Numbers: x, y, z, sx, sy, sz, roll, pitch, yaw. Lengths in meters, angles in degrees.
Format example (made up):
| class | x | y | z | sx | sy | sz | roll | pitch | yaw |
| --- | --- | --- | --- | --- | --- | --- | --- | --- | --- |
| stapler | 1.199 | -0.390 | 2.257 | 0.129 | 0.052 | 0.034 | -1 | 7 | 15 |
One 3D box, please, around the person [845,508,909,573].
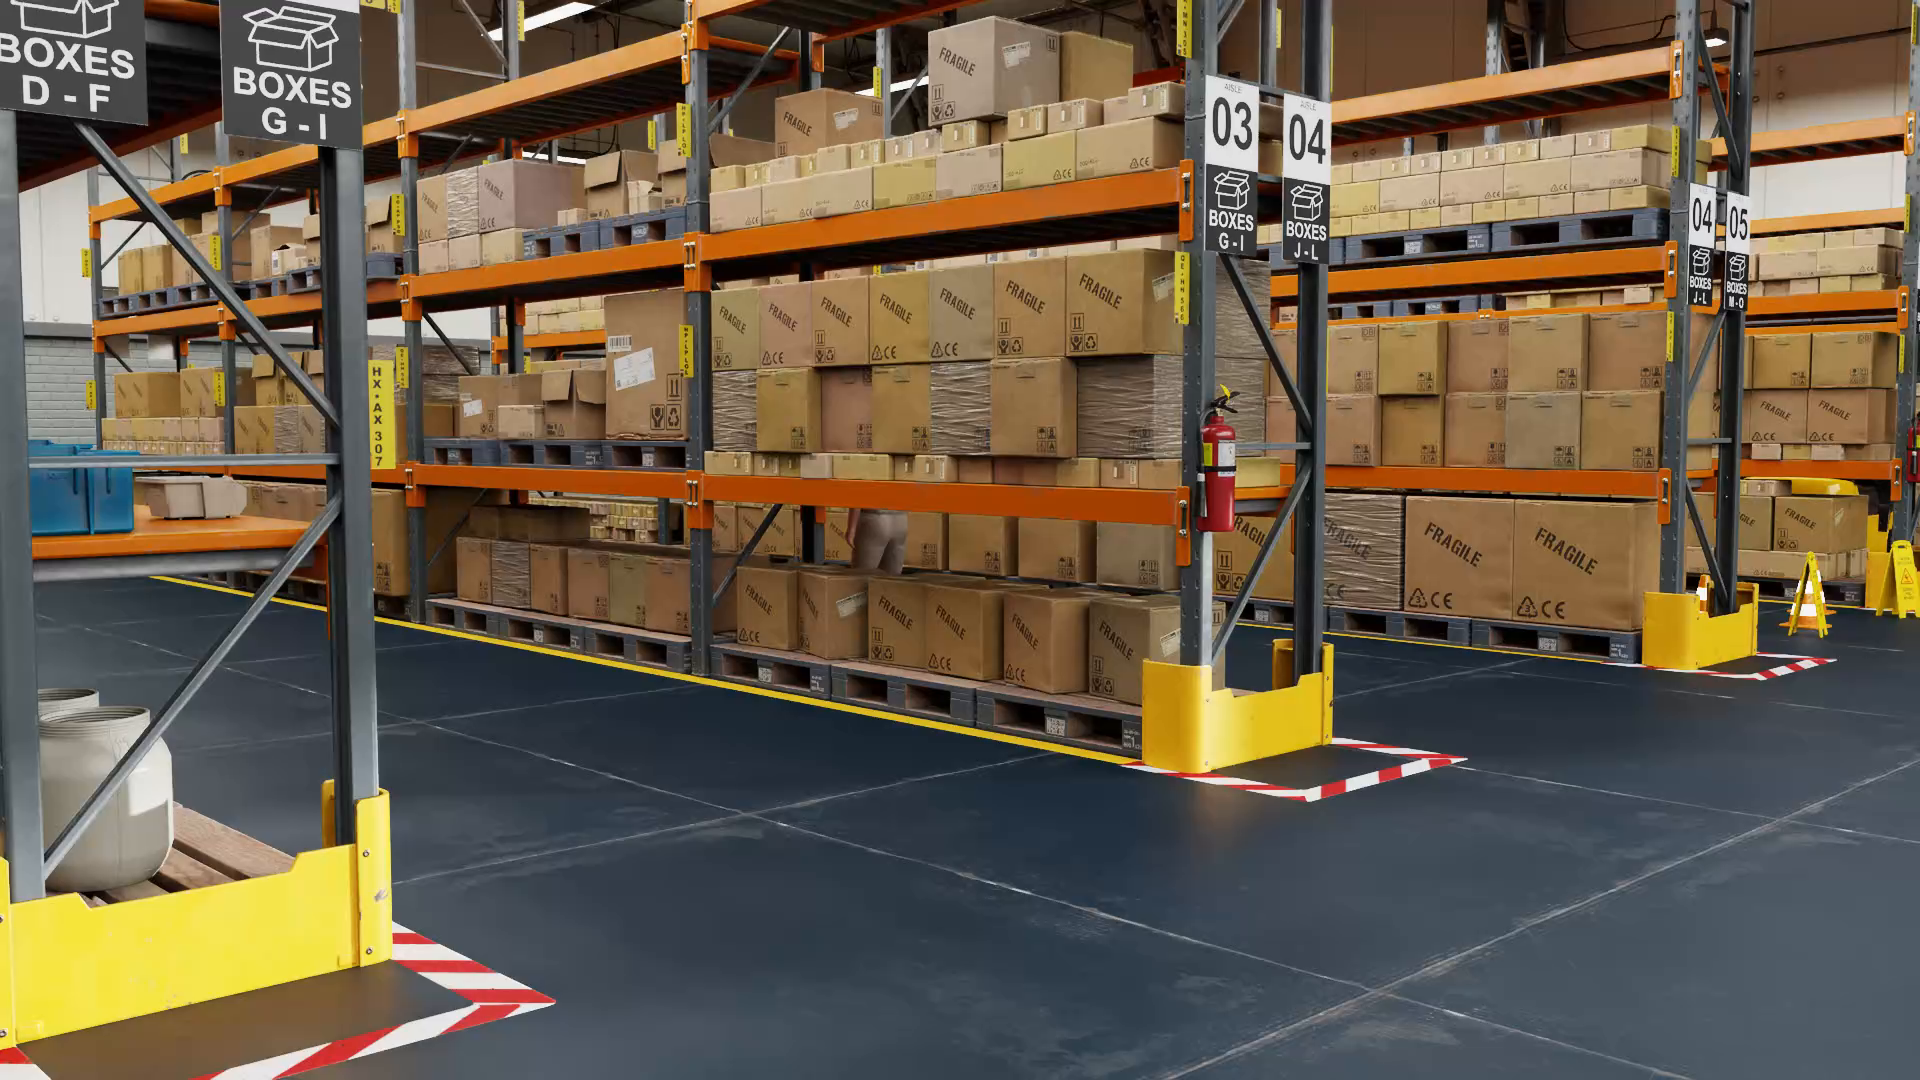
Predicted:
| class | x | y | z | sx | sy | sz | roll | pitch | yaw |
| --- | --- | --- | --- | --- | --- | --- | --- | --- | --- |
| person | -0.612 | -0.097 | 12.303 | 0.400 | 1.726 | 0.586 | 4 | 5 | 43 |
